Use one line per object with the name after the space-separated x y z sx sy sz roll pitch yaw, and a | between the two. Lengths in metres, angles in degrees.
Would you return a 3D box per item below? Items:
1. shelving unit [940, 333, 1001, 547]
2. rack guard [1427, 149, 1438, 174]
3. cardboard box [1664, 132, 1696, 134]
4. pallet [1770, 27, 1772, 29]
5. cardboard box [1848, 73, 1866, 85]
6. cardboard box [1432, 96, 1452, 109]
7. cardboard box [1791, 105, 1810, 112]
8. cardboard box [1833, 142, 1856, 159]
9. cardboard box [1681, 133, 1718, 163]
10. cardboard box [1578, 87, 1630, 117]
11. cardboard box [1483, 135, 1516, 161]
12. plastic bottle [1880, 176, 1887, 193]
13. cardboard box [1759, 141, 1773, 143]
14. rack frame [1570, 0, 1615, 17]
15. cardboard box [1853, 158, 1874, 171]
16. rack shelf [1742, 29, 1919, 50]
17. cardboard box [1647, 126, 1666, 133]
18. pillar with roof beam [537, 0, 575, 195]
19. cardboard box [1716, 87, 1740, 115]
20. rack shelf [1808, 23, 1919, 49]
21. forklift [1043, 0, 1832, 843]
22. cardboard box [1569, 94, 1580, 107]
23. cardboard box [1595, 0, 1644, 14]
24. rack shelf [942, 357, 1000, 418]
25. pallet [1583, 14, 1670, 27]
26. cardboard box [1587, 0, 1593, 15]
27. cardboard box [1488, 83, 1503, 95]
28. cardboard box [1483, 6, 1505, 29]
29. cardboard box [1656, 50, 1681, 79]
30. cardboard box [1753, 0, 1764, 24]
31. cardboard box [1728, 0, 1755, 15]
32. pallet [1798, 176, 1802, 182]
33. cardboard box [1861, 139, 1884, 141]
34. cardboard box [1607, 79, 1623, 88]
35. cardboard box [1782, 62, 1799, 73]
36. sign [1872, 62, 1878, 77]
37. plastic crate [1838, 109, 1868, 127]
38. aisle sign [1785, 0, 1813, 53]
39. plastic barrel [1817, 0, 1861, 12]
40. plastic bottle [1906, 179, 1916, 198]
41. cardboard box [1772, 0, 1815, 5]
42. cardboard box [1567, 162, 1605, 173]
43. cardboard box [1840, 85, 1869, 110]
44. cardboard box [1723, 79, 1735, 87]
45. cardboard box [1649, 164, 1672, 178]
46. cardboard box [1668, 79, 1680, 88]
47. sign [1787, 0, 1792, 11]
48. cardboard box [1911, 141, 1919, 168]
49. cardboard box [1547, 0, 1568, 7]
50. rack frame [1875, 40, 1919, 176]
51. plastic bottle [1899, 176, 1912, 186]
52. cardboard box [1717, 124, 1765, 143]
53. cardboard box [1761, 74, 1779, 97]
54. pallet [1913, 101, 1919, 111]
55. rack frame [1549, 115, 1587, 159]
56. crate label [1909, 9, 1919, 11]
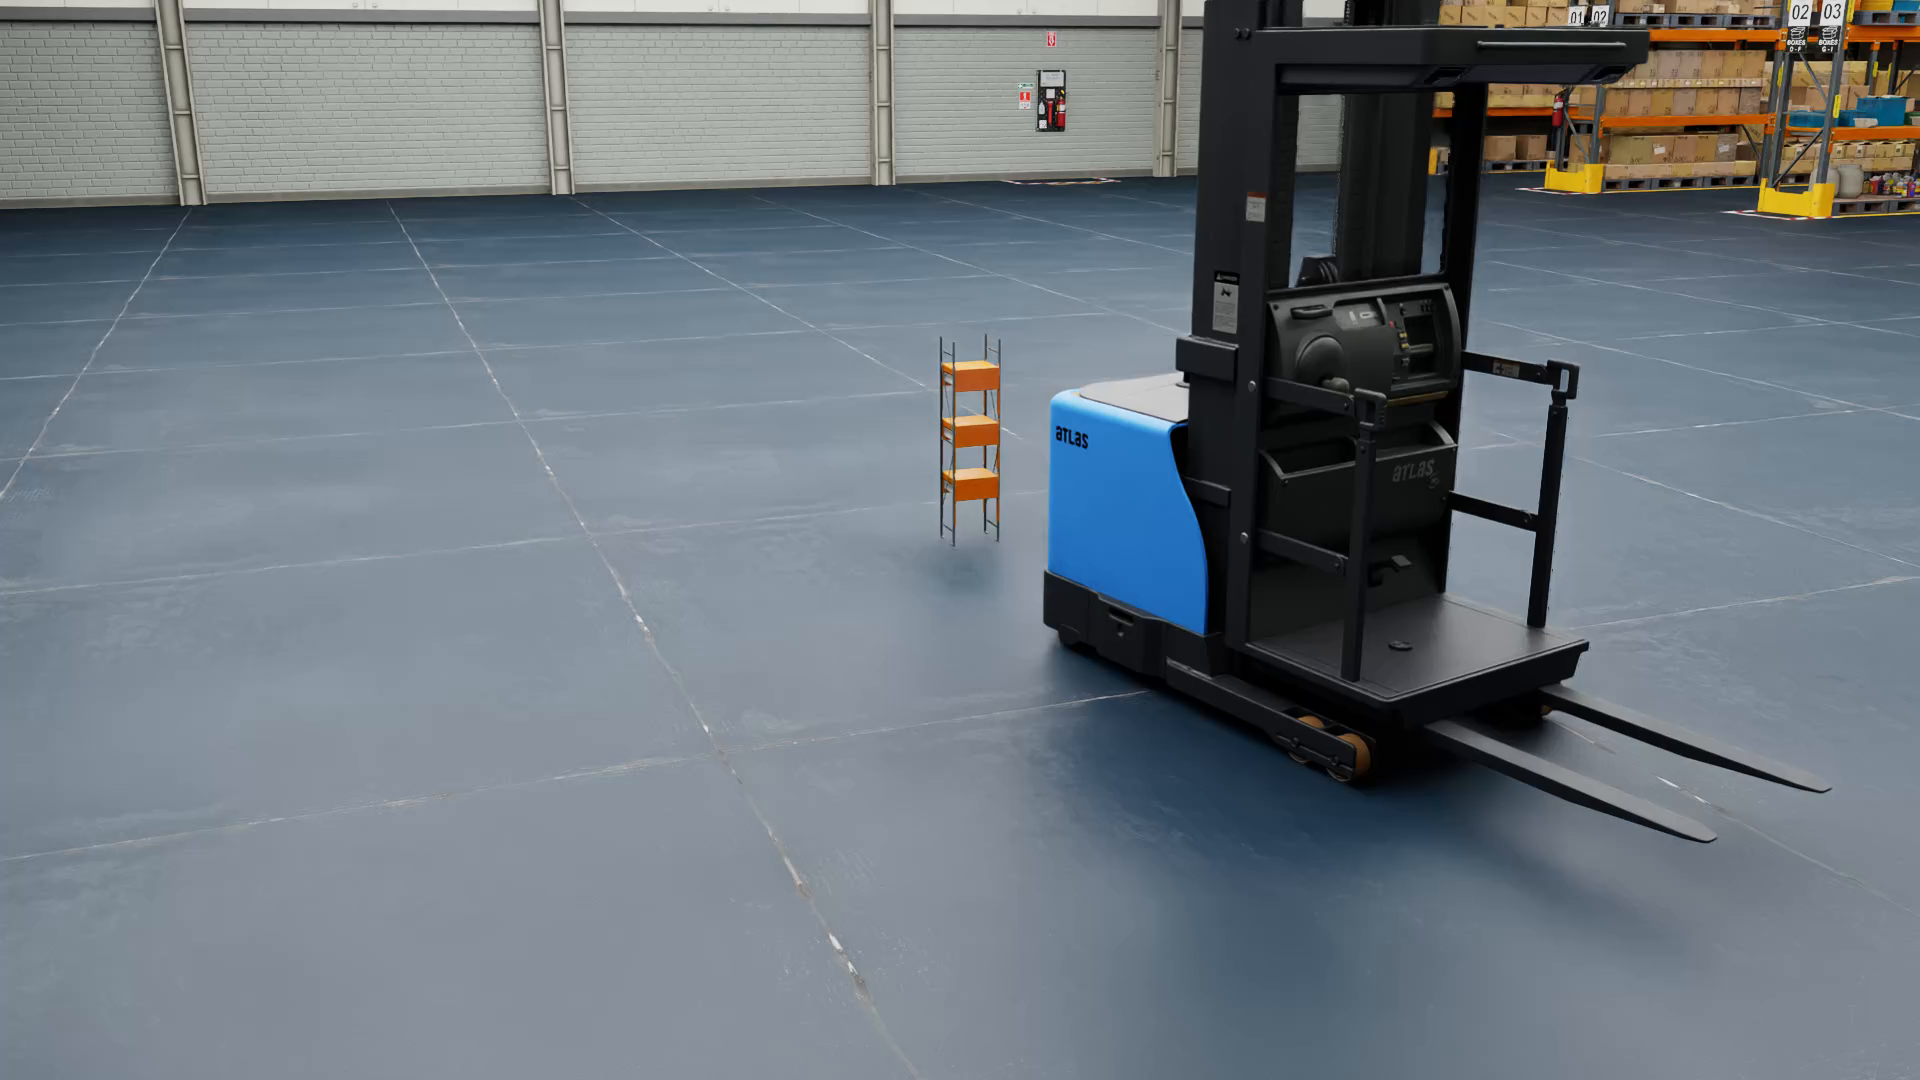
0.050 -0.509 8.469 0.252 1.050 0.215 -6 17 -20 | shelving unit
9.468 -7.924 34.694 0.348 0.500 1.175 -6 17 -20 | rack guard
13.429 -7.393 31.252 0.500 0.500 0.500 -6 17 -20 | cardboard box
18.493 -11.463 37.321 1.213 0.211 1.003 -5 17 -18 | pallet
20.262 -10.413 37.992 0.500 0.500 0.500 -6 18 -21 | cardboard box
9.966 -9.019 34.217 0.500 0.250 0.500 -7 18 -22 | cardboard box
15.809 -8.131 31.408 0.250 0.149 0.380 -6 17 -20 | cardboard box
16.818 -7.499 31.949 0.500 0.311 0.500 -6 17 -19 | cardboard box
13.617 -7.255 30.783 0.500 0.500 0.500 -6 17 -20 | cardboard box
11.613 -7.904 30.013 0.500 0.500 0.700 -6 17 -20 | cardboard box
11.310 -8.292 35.166 0.500 0.500 0.700 -7 18 -24 | cardboard box
14.875 -5.746 26.894 0.135 0.276 0.152 -7 18 -22 | plastic bottle
15.667 -7.537 32.081 0.500 0.311 0.500 -6 17 -19 | cardboard box
11.173 -10.691 29.033 0.127 3.000 1.000 -6 17 -20 | rack frame
17.289 -7.281 32.204 0.500 0.250 0.500 -6 17 -19 | cardboard box
16.776 -9.512 31.617 4.000 0.370 1.077 -6 17 -20 | rack shelf
15.180 -9.113 36.632 0.500 0.250 0.500 -6 17 -20 | cardboard box
-5.527 -9.345 24.449 0.400 9.000 9.100 -6 17 -20 | pillar with roof beam
14.006 -8.162 30.893 0.500 0.500 0.700 -6 18 -21 | cardboard box
14.809 -7.805 25.805 4.000 0.370 1.077 -6 17 -20 | rack shelf
1.596 -0.722 5.856 1.130 2.935 3.031 -11 20 -32 | forklift
12.798 -9.329 35.273 0.500 0.250 0.500 -6 17 -20 | cardboard box
11.711 -9.627 29.556 0.637 0.503 0.797 -5 17 -16 | cardboard box
0.050 -0.771 8.392 0.240 0.259 0.215 -6 17 -20 | rack shelf
11.842 -9.274 29.688 1.213 0.211 1.003 -6 17 -20 | pallet
13.671 -11.242 35.309 0.500 0.500 0.500 -4 17 -12 | cardboard box
10.900 -9.480 34.455 0.500 0.500 0.500 -7 18 -22 | cardboard box
10.796 -10.678 34.101 0.500 0.500 0.500 -5 17 -18 | cardboard box
12.622 -8.637 30.208 0.500 0.500 0.700 -6 17 -20 | cardboard box
17.291 -11.683 36.778 0.500 0.500 0.700 -8 18 -24 | cardboard box
14.343 -9.990 30.800 0.500 0.500 0.500 -5 17 -16 | cardboard box
16.723 -7.086 32.355 1.213 0.211 1.003 -6 17 -20 | pallet
18.049 -7.795 32.958 0.500 0.311 0.500 -6 17 -18 | cardboard box
11.616 -8.155 29.715 0.250 0.149 0.380 -6 18 -20 | cardboard box
18.351 -10.566 37.183 0.500 0.250 0.500 -6 17 -20 | cardboard box
20.806 -10.701 37.801 0.005 0.325 0.100 -6 17 -20 | sign
13.911 -6.631 26.118 0.408 0.251 0.499 -6 17 -20 | plastic crate
12.768 -7.827 25.315 0.004 0.787 0.394 -6 17 -20 | aisle sign
13.350 -8.438 25.178 0.708 0.830 0.600 -6 17 -20 | plastic barrel
14.964 -5.535 26.165 0.133 0.283 0.061 -6 17 -19 | plastic bottle
15.498 -10.196 30.862 0.500 0.500 0.500 -6 17 -19 | cardboard box
11.568 -6.827 30.656 0.500 0.250 0.500 -6 17 -20 | cardboard box
17.082 -8.494 32.021 0.500 0.500 0.500 -7 18 -23 | cardboard box
14.011 -8.413 30.595 0.250 0.149 0.380 -6 17 -20 | cardboard box
12.686 -6.792 30.538 0.500 0.250 0.500 -6 17 -20 | cardboard box
12.818 -8.285 30.159 0.250 0.149 0.380 -6 18 -21 | cardboard box
15.108 -9.795 30.249 0.005 0.325 0.100 -6 17 -20 | sign
19.171 -7.602 32.816 0.500 0.500 0.500 -5 17 -18 | cardboard box
12.250 -11.315 34.495 0.500 0.500 0.500 -5 17 -17 | cardboard box
18.643 -8.619 32.625 0.127 3.000 1.000 -6 17 -20 | rack frame
15.278 -5.746 26.894 0.135 0.276 0.152 -6 17 -20 | plastic bottle
17.601 -9.132 37.441 0.750 0.750 0.750 -6 18 -21 | cardboard box
17.905 -10.154 37.112 0.500 0.500 0.500 -6 17 -18 | cardboard box
19.251 -8.614 32.948 1.003 0.211 1.213 -6 17 -20 | pallet
13.132 -9.519 35.689 0.127 3.000 1.000 -6 17 -20 | rack frame
14.808 -7.979 25.384 0.408 0.251 0.502 -6 17 -20 | crate label
